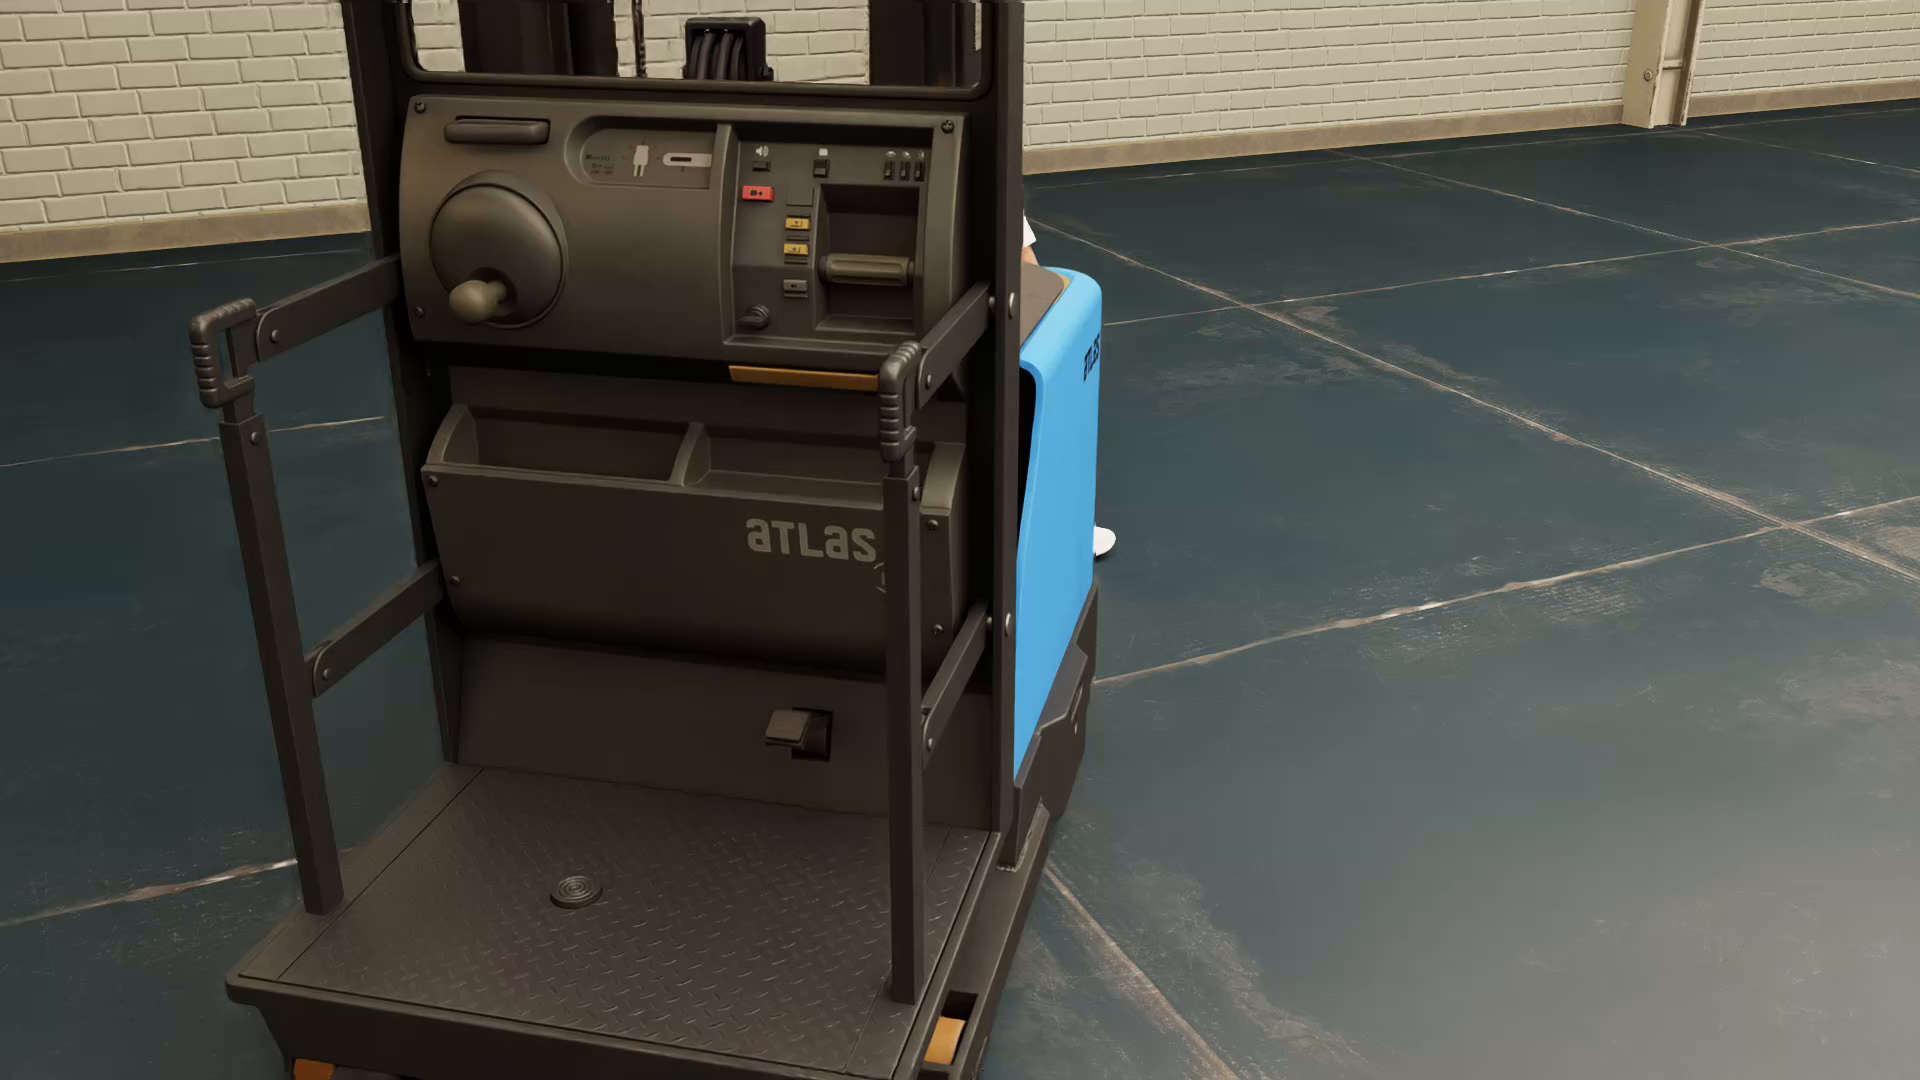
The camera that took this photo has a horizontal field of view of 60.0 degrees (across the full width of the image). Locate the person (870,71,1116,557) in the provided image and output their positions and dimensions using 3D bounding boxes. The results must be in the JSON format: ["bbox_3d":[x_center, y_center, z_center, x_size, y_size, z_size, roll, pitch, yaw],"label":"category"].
[{"bbox_3d":[0.084,-0.841,4.795,0.580,1.777,0.698,-10,25,-23],"label":"person"}]

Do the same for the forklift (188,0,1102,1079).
[{"bbox_3d":[-0.499,-0.477,2.435,1.130,2.935,3.031,5,23,12],"label":"forklift"}]
